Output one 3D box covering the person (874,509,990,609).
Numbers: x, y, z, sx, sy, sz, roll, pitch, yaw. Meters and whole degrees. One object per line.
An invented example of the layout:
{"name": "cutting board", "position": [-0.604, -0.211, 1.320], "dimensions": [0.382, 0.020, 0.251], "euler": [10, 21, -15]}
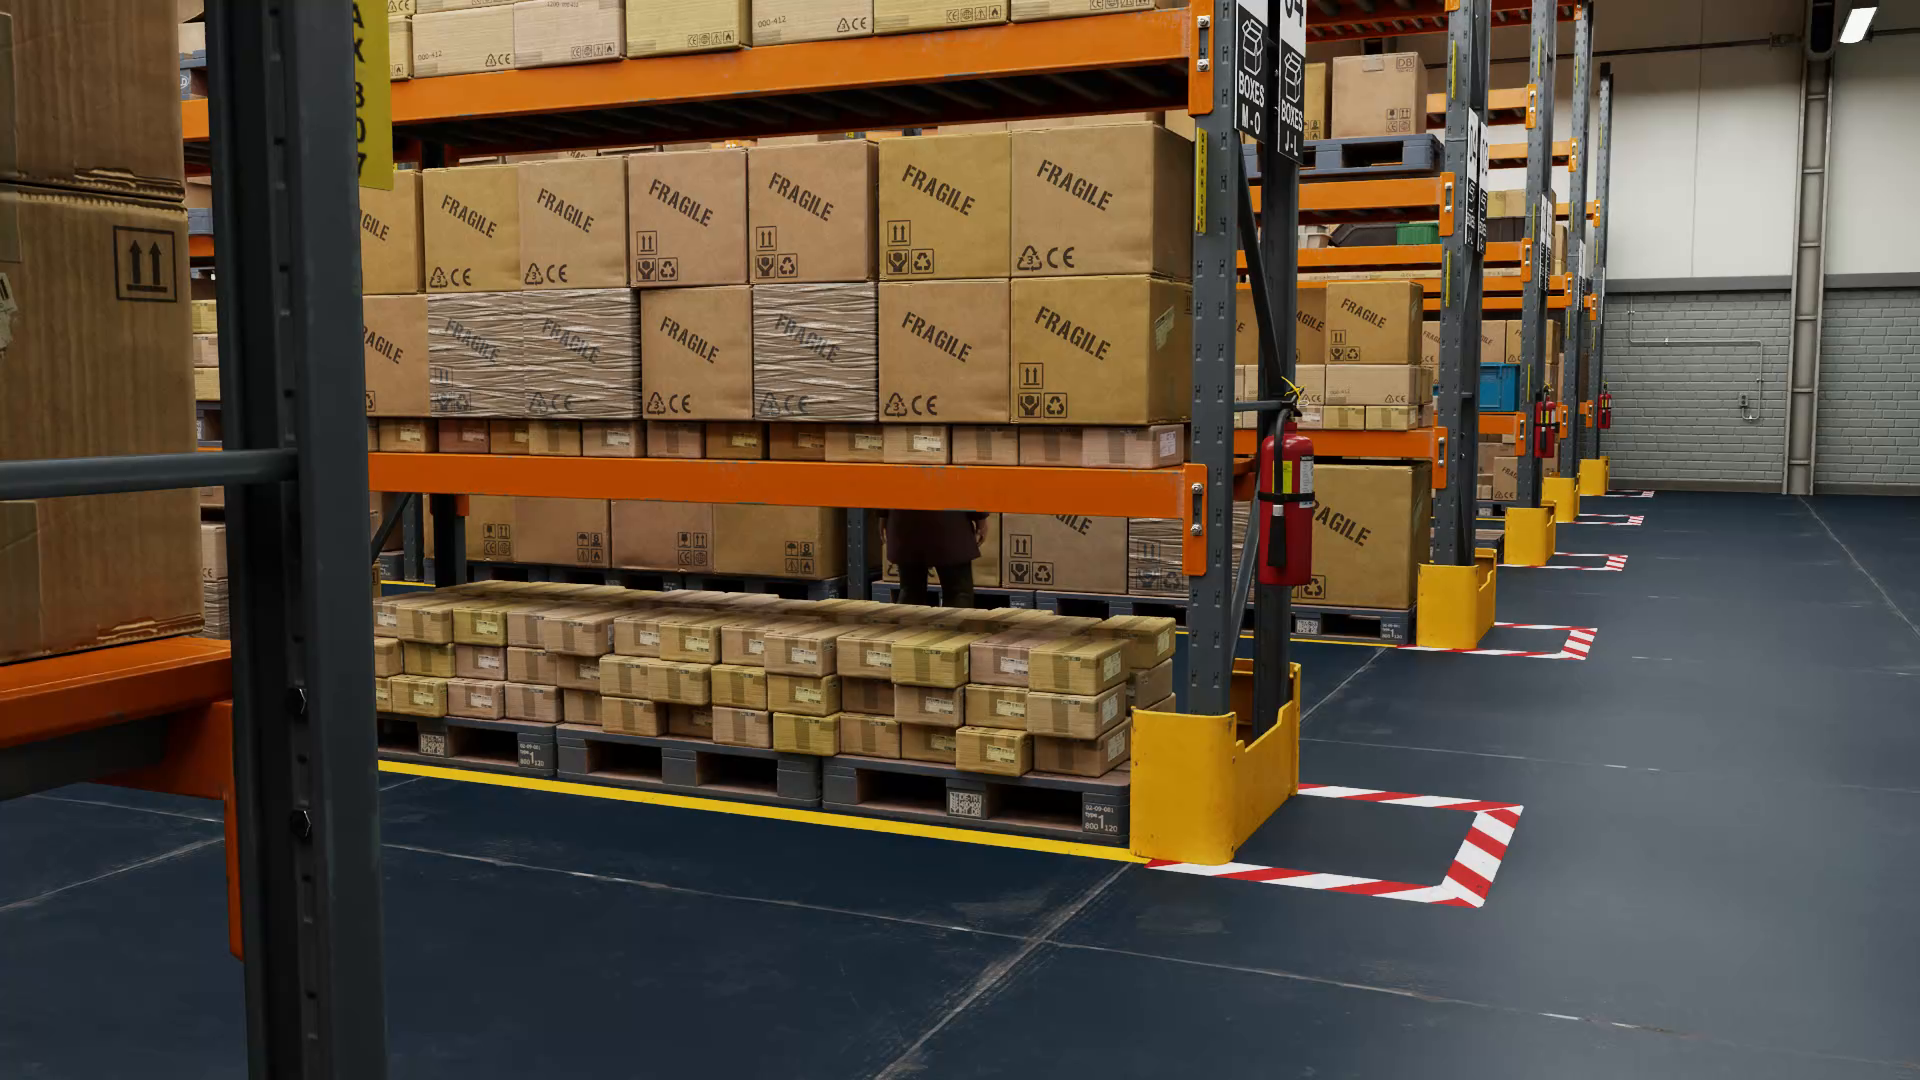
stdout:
{"name": "person", "position": [-0.152, -0.111, 8.632], "dimensions": [0.649, 1.774, 0.418], "euler": [2, 6, 23]}
